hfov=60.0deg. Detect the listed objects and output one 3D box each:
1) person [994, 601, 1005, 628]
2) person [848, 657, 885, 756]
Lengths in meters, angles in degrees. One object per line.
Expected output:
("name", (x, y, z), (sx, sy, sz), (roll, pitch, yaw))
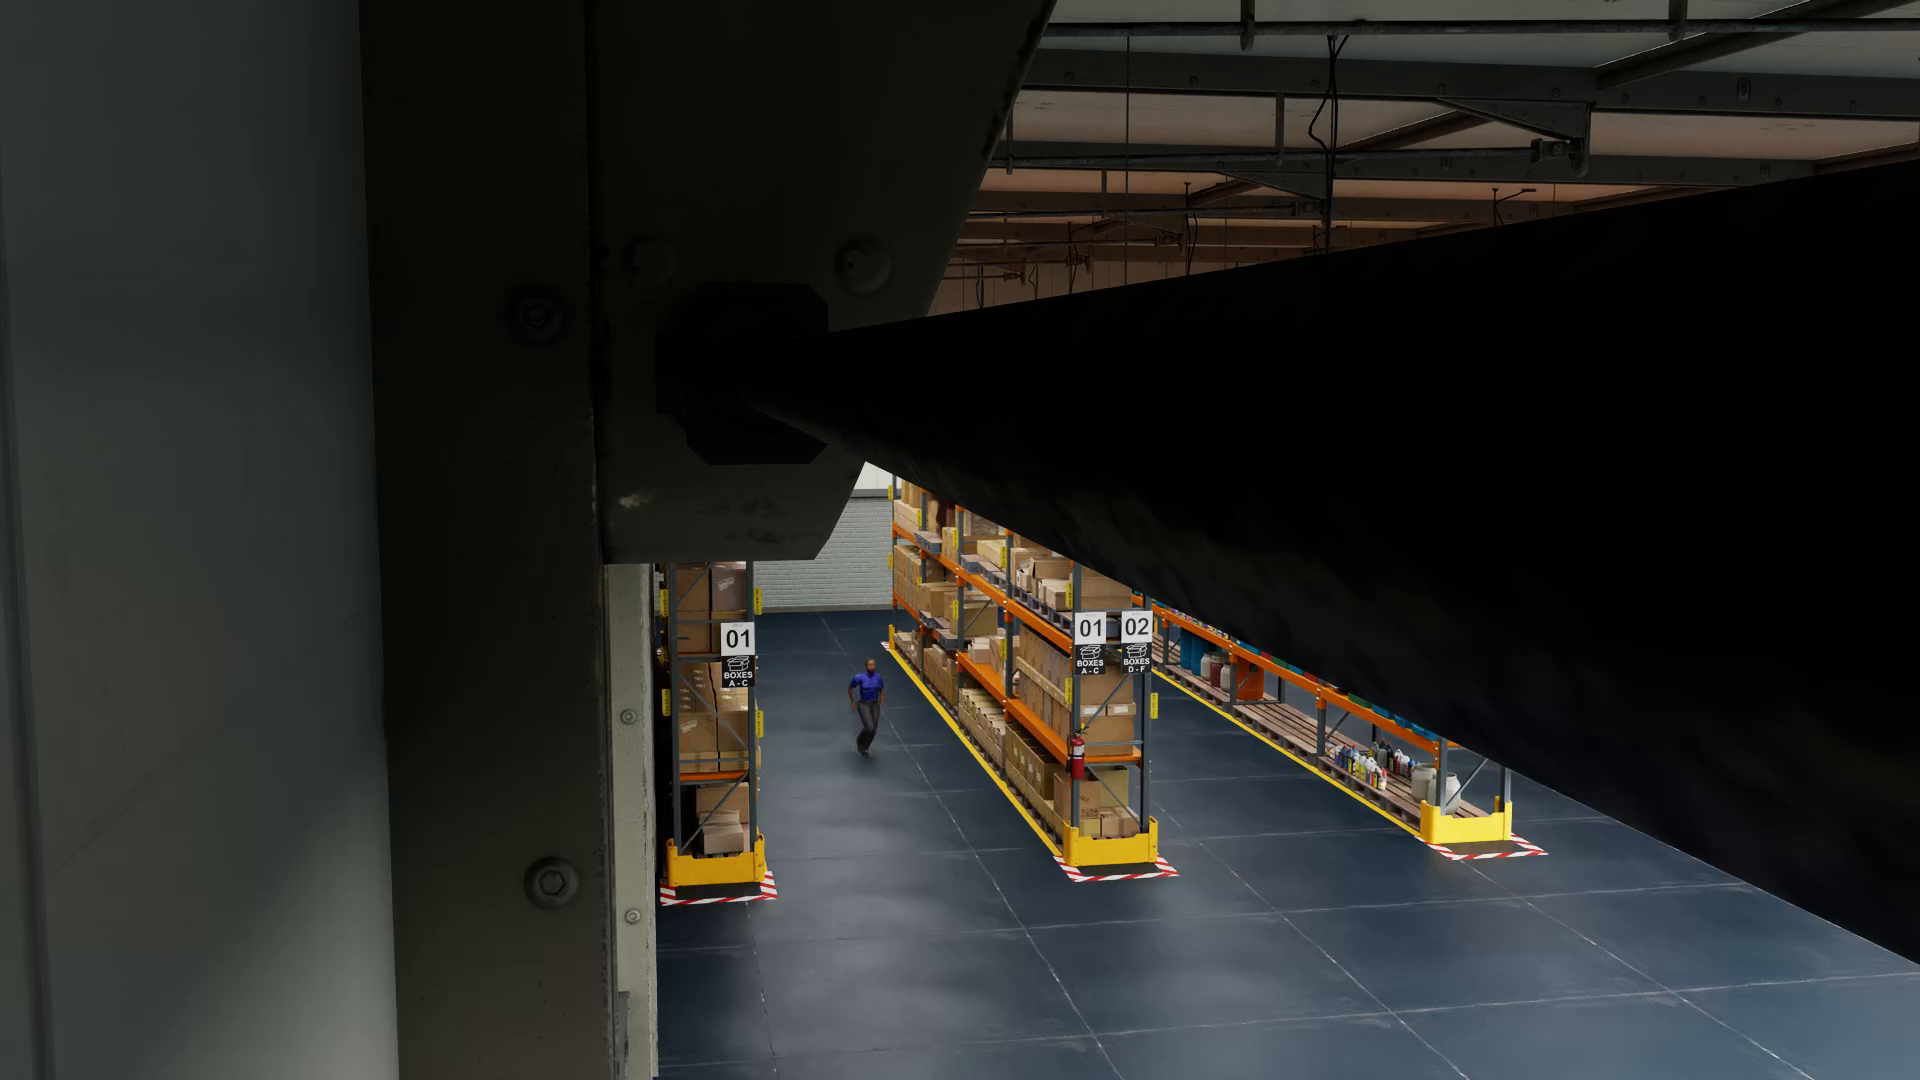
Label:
("person", (0.694, 1.595, 36.600), (0.612, 1.634, 0.764), (-4, 7, -33))
("person", (-1.444, 2.669, 26.434), (0.555, 1.609, 0.660), (-3, 7, -29))
